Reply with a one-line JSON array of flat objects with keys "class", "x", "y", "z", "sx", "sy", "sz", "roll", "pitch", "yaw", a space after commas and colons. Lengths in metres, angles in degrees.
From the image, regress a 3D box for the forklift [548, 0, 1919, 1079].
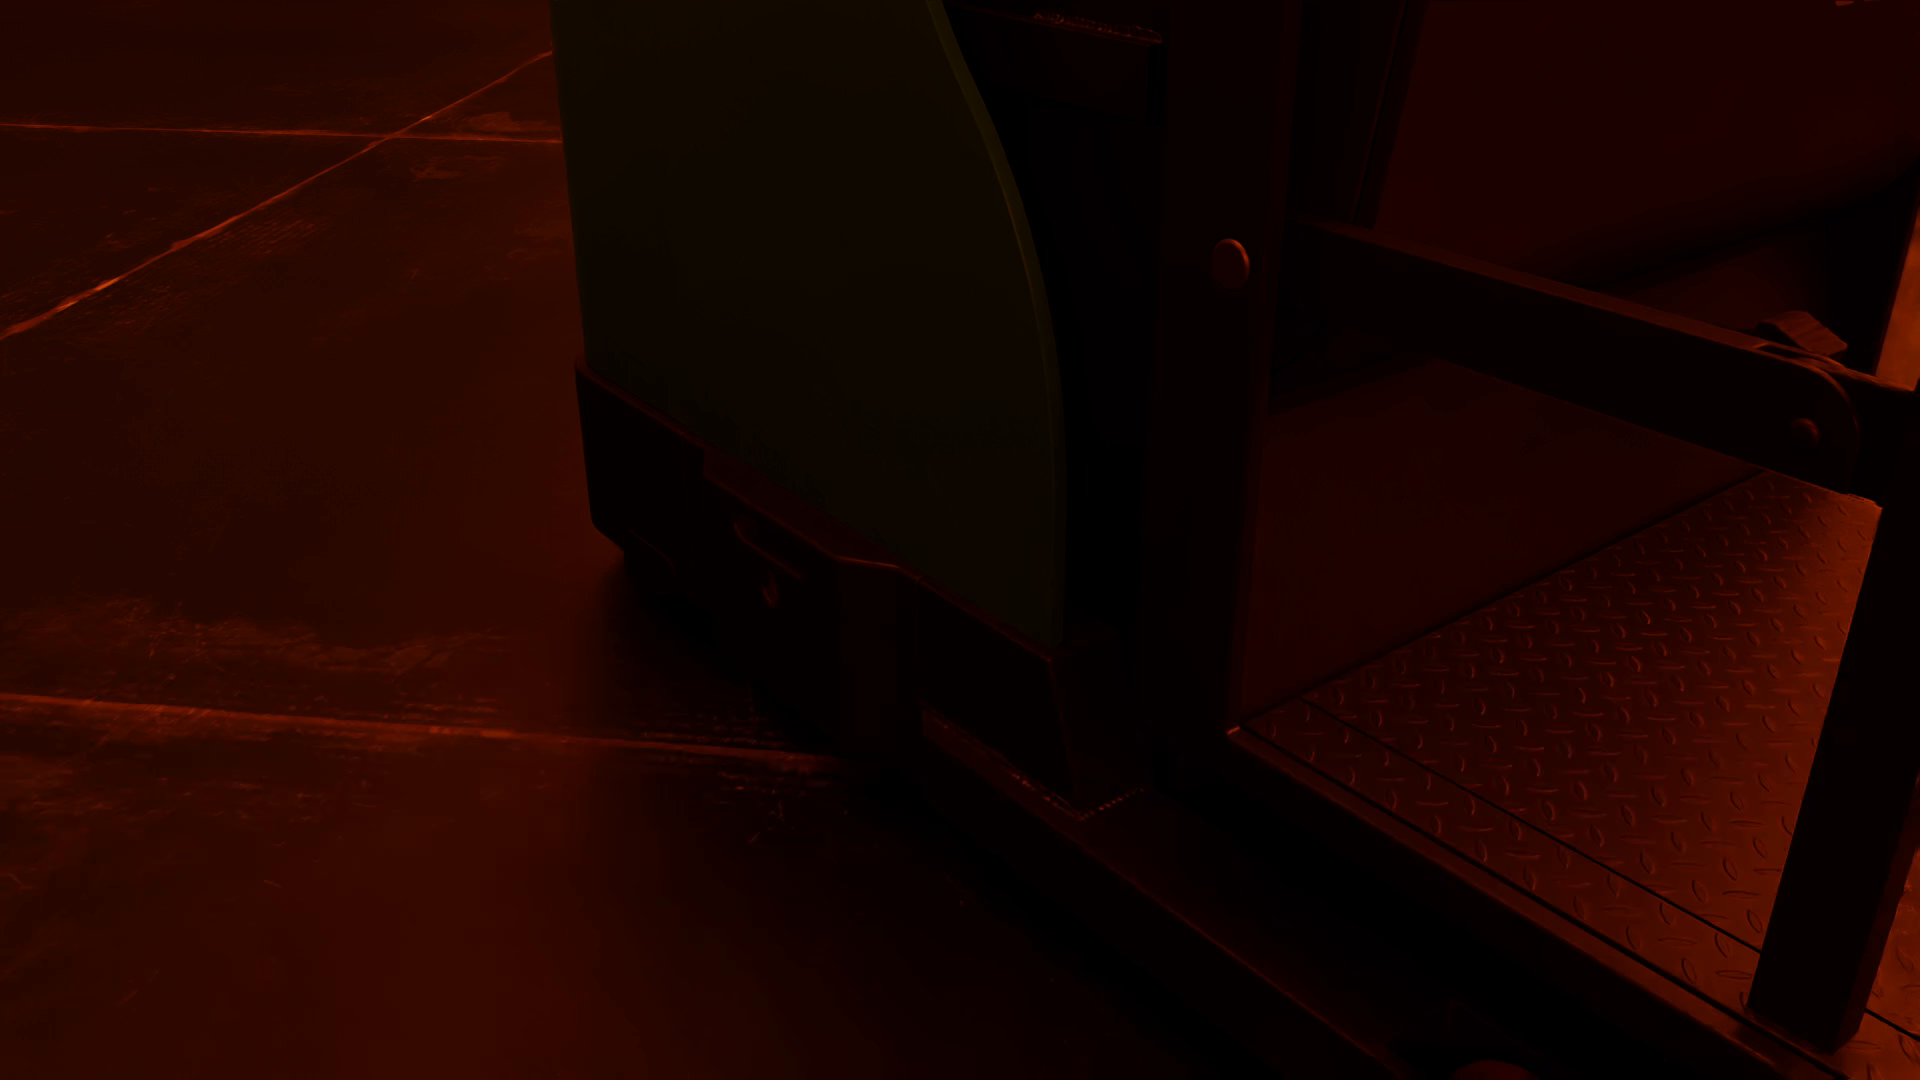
[{"class": "forklift", "x": 0.768, "y": -0.908, "z": 1.037, "sx": 1.130, "sy": 2.935, "sz": 3.031, "roll": -19, "pitch": 32, "yaw": -33}]
